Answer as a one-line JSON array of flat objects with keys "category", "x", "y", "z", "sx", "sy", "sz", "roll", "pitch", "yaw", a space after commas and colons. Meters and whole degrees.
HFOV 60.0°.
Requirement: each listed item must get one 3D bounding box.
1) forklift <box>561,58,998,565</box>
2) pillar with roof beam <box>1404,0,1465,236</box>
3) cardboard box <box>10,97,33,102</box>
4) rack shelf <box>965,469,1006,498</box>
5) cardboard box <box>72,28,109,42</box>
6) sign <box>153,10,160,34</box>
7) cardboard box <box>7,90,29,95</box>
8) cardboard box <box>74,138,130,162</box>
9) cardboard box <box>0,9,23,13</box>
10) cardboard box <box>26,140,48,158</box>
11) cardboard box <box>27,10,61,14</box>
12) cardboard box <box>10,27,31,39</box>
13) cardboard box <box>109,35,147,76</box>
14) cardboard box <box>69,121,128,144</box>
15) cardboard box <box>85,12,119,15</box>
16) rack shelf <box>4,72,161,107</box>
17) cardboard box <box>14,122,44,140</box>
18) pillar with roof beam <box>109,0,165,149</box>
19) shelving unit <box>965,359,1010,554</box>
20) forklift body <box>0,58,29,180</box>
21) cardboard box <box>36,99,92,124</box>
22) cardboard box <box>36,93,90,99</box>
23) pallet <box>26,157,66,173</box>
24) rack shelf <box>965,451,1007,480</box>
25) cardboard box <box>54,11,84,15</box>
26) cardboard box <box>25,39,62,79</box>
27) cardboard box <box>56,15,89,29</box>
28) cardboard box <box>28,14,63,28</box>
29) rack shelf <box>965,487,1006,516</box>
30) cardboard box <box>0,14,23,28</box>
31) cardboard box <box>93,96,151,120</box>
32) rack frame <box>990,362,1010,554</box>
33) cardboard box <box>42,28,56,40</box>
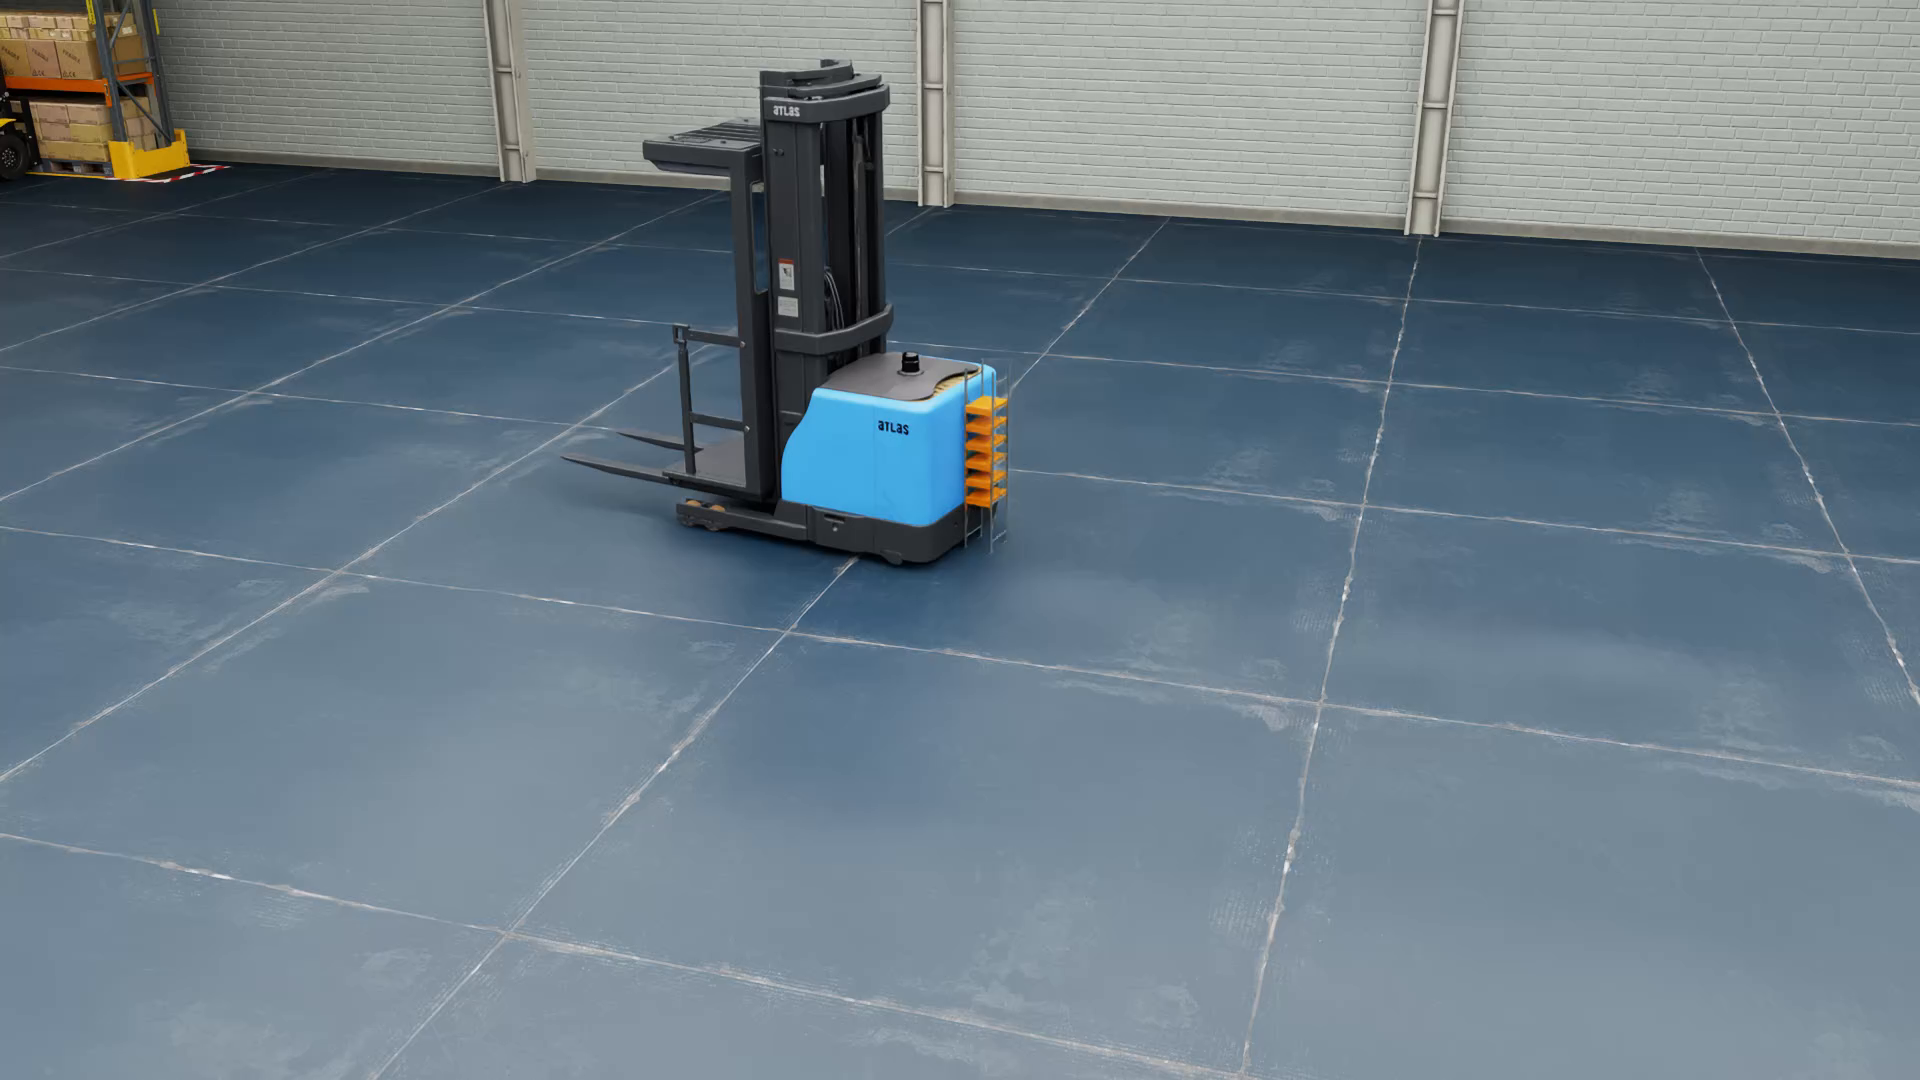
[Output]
[{"category": "forklift", "x": -1.296, "y": -1.579, "z": 10.757, "sx": 3.031, "sy": 2.935, "sz": 1.130, "roll": 11, "pitch": 25, "yaw": 25}, {"category": "pillar with roof beam", "x": 4.199, "y": -6.219, "z": 14.075, "sx": 0.400, "sy": 9.000, "sz": 9.100, "roll": 7, "pitch": 23, "yaw": 16}, {"category": "cardboard box", "x": -13.374, "y": -6.063, "z": 23.351, "sx": 0.500, "sy": 0.250, "sz": 0.500, "roll": 6, "pitch": 23, "yaw": 14}, {"category": "rack shelf", "x": 0.170, "y": -0.368, "z": 10.518, "sx": 0.180, "sy": 0.103, "sz": 0.258, "roll": 11, "pitch": 25, "yaw": 25}, {"category": "cardboard box", "x": -11.796, "y": -6.860, "z": 22.555, "sx": 0.250, "sy": 0.149, "sz": 0.380, "roll": 7, "pitch": 23, "yaw": 16}, {"category": "sign", "x": -11.218, "y": -7.216, "z": 23.163, "sx": 0.005, "sy": 0.325, "sz": 0.100, "roll": 7, "pitch": 23, "yaw": 16}, {"category": "cardboard box", "x": -13.716, "y": -6.307, "z": 23.944, "sx": 0.500, "sy": 0.250, "sz": 0.500, "roll": 7, "pitch": 23, "yaw": 16}, {"category": "cardboard box", "x": -11.925, "y": -5.436, "z": 23.140, "sx": 0.500, "sy": 0.250, "sz": 0.500, "roll": 7, "pitch": 23, "yaw": 16}, {"category": "cardboard box", "x": -13.370, "y": -7.383, "z": 23.439, "sx": 0.250, "sy": 0.149, "sz": 0.380, "roll": 7, "pitch": 23, "yaw": 17}, {"category": "cardboard box", "x": -12.874, "y": -5.552, "z": 23.423, "sx": 0.500, "sy": 0.250, "sz": 0.500, "roll": 7, "pitch": 23, "yaw": 16}, {"category": "cardboard box", "x": -12.856, "y": -7.357, "z": 23.376, "sx": 0.250, "sy": 0.149, "sz": 0.380, "roll": 6, "pitch": 23, "yaw": 14}, {"category": "cardboard box", "x": -12.784, "y": -6.971, "z": 22.826, "sx": 0.250, "sy": 0.149, "sz": 0.380, "roll": 6, "pitch": 23, "yaw": 14}, {"category": "cardboard box", "x": -11.778, "y": -6.779, "z": 23.212, "sx": 0.500, "sy": 0.500, "sz": 0.500, "roll": 7, "pitch": 23, "yaw": 17}, {"category": "cardboard box", "x": -11.940, "y": -5.671, "z": 23.053, "sx": 0.500, "sy": 0.250, "sz": 0.500, "roll": 6, "pitch": 23, "yaw": 15}, {"category": "cardboard box", "x": -11.880, "y": -7.228, "z": 23.059, "sx": 0.250, "sy": 0.149, "sz": 0.380, "roll": 7, "pitch": 23, "yaw": 17}, {"category": "rack shelf", "x": -13.298, "y": -6.464, "z": 23.523, "sx": 4.000, "sy": 0.370, "sz": 1.077, "roll": 7, "pitch": 23, "yaw": 16}, {"category": "cardboard box", "x": -12.917, "y": -5.778, "z": 23.316, "sx": 0.500, "sy": 0.250, "sz": 0.500, "roll": 6, "pitch": 23, "yaw": 14}, {"category": "pillar with roof beam", "x": -13.033, "y": -8.193, "z": 18.885, "sx": 0.400, "sy": 9.000, "sz": 9.100, "roll": 7, "pitch": 23, "yaw": 16}, {"category": "shelving unit", "x": 0.170, "y": -0.520, "z": 10.456, "sx": 0.189, "sy": 1.200, "sz": 0.258, "roll": 11, "pitch": 25, "yaw": 25}, {"category": "forklift body", "x": -13.726, "y": -5.730, "z": 21.904, "sx": 1.214, "sy": 2.155, "sz": 2.313, "roll": 7, "pitch": 23, "yaw": 16}, {"category": "cardboard box", "x": -12.405, "y": -5.953, "z": 23.083, "sx": 0.500, "sy": 0.250, "sz": 0.500, "roll": 7, "pitch": 23, "yaw": 16}, {"category": "cardboard box", "x": -12.744, "y": -6.196, "z": 23.674, "sx": 0.500, "sy": 0.250, "sz": 0.500, "roll": 6, "pitch": 23, "yaw": 15}, {"category": "pallet", "x": -13.292, "y": -5.490, "z": 23.877, "sx": 1.213, "sy": 0.211, "sz": 1.003, "roll": 7, "pitch": 23, "yaw": 15}, {"category": "rack shelf", "x": 0.170, "y": -0.479, "z": 10.473, "sx": 0.180, "sy": 0.103, "sz": 0.258, "roll": 11, "pitch": 25, "yaw": 25}, {"category": "cardboard box", "x": -12.374, "y": -7.273, "z": 23.170, "sx": 0.250, "sy": 0.149, "sz": 0.380, "roll": 7, "pitch": 23, "yaw": 16}, {"category": "cardboard box", "x": -12.425, "y": -6.642, "z": 22.879, "sx": 0.500, "sy": 0.500, "sz": 0.500, "roll": 7, "pitch": 23, "yaw": 17}, {"category": "cardboard box", "x": -12.033, "y": -7.040, "z": 22.601, "sx": 0.250, "sy": 0.149, "sz": 0.380, "roll": 7, "pitch": 23, "yaw": 16}, {"category": "cardboard box", "x": -12.508, "y": -7.113, "z": 22.780, "sx": 0.250, "sy": 0.149, "sz": 0.380, "roll": 7, "pitch": 23, "yaw": 16}, {"category": "rack shelf", "x": 0.170, "y": -0.257, "z": 10.564, "sx": 0.180, "sy": 0.103, "sz": 0.258, "roll": 11, "pitch": 25, "yaw": 25}, {"category": "cardboard box", "x": -13.038, "y": -7.128, "z": 22.815, "sx": 0.250, "sy": 0.149, "sz": 0.380, "roll": 7, "pitch": 23, "yaw": 17}, {"category": "cardboard box", "x": -11.789, "y": -6.084, "z": 23.401, "sx": 0.500, "sy": 0.250, "sz": 0.500, "roll": 6, "pitch": 23, "yaw": 15}, {"category": "rack frame", "x": 0.251, "y": -0.504, "z": 10.417, "sx": 0.006, "sy": 1.200, "sz": 0.240, "roll": 11, "pitch": 25, "yaw": 25}, {"category": "cardboard box", "x": -12.280, "y": -6.928, "z": 22.720, "sx": 0.250, "sy": 0.149, "sz": 0.380, "roll": 7, "pitch": 23, "yaw": 17}]
